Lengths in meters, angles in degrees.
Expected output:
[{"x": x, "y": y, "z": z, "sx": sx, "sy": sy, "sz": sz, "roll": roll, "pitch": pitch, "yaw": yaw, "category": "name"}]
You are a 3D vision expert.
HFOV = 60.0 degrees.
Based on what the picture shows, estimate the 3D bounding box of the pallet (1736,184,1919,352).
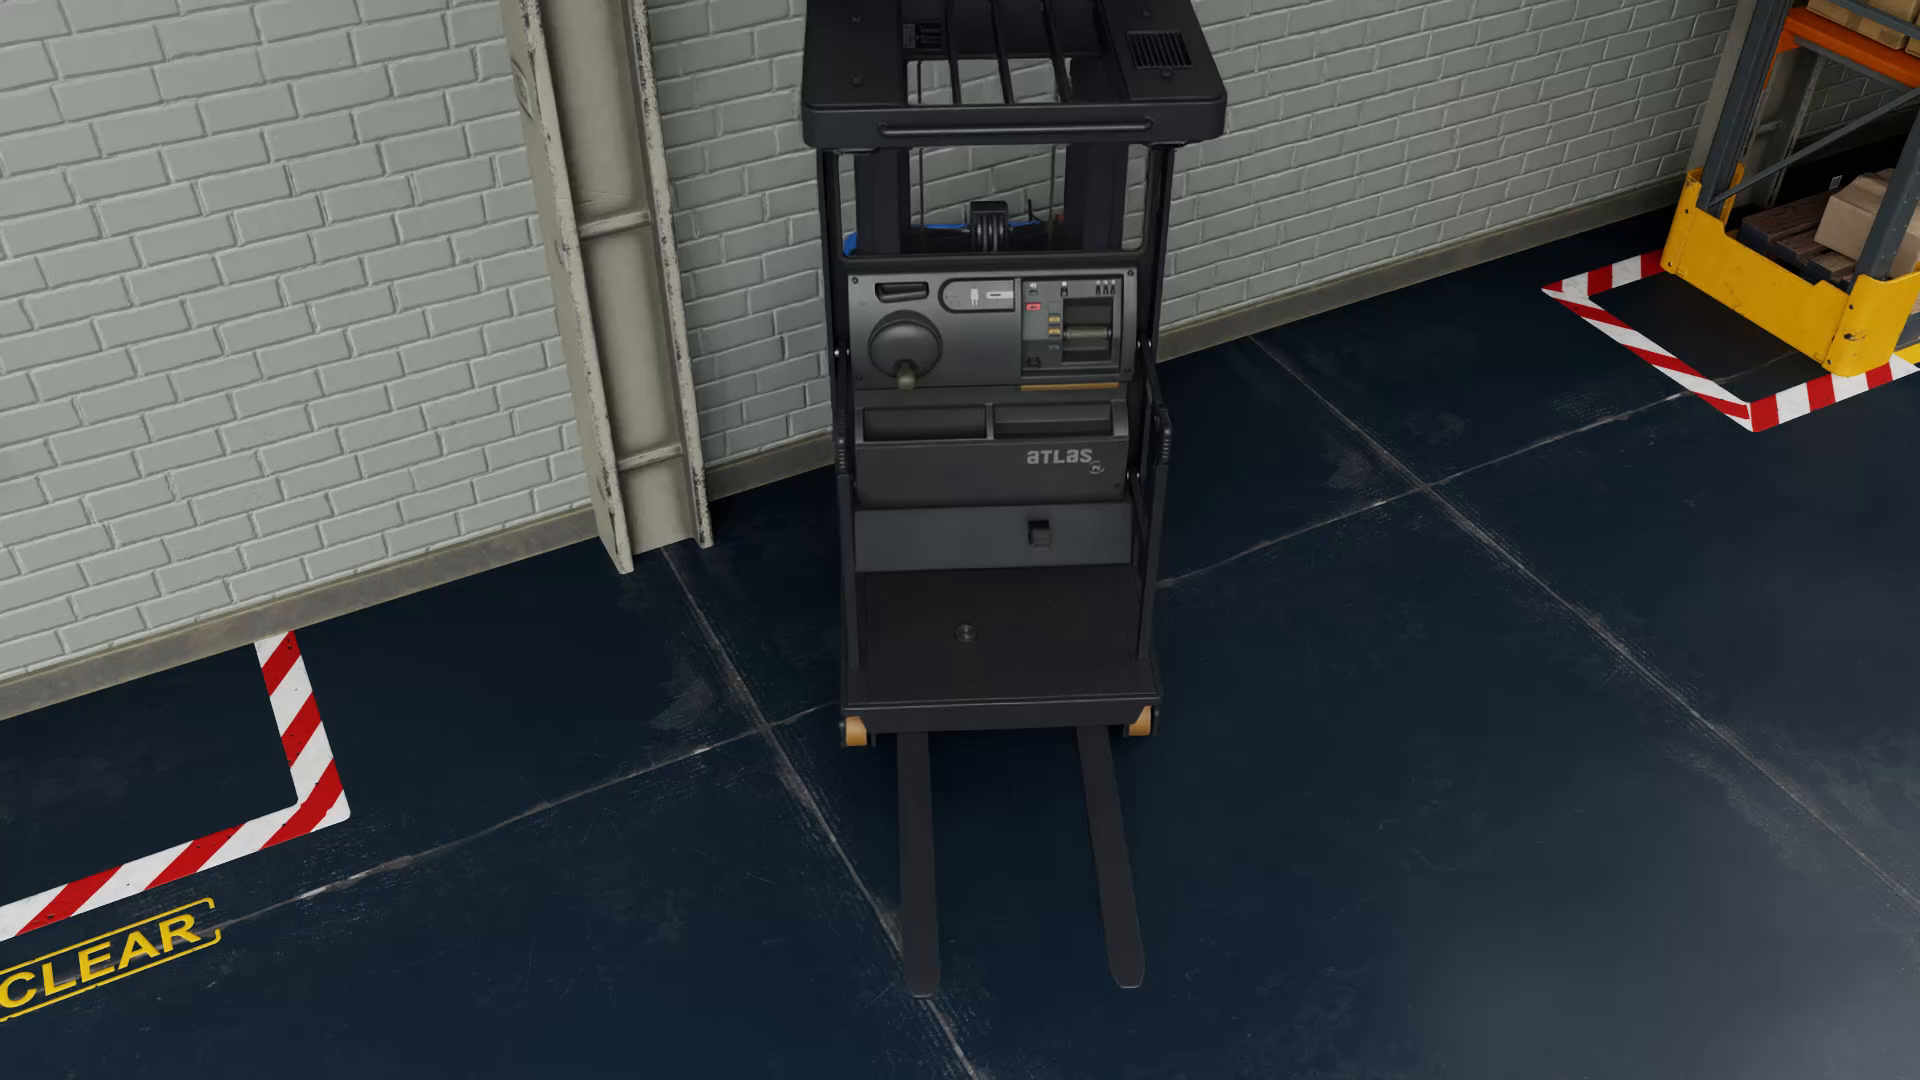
[{"x": 4.666, "y": -1.421, "z": 8.266, "sx": 1.213, "sy": 0.211, "sz": 1.003, "roll": -19, "pitch": 44, "yaw": -21, "category": "pallet"}]

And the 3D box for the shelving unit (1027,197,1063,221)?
[{"x": 0.484, "y": -1.003, "z": 7.101, "sx": 0.252, "sy": 1.050, "sz": 0.215, "roll": -27, "pitch": 44, "yaw": -22, "category": "shelving unit"}]

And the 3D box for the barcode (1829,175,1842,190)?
[{"x": 4.348, "y": -1.775, "z": 8.259, "sx": 0.075, "sy": 0.075, "sz": 0.001, "roll": -19, "pitch": 44, "yaw": -21, "category": "barcode"}]

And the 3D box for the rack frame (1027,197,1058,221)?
[{"x": 0.383, "y": -0.952, "z": 7.055, "sx": 0.008, "sy": 1.050, "sz": 0.200, "roll": -27, "pitch": 44, "yaw": -22, "category": "rack frame"}]

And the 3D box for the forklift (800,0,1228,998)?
[{"x": 0.120, "y": -0.608, "z": 5.199, "sx": 1.130, "sy": 2.935, "sz": 3.031, "roll": -2, "pitch": 40, "yaw": -2, "category": "forklift"}]

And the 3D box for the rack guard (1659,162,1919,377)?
[{"x": 3.929, "y": -1.309, "z": 7.910, "sx": 0.348, "sy": 0.500, "sz": 1.175, "roll": -19, "pitch": 44, "yaw": -21, "category": "rack guard"}]

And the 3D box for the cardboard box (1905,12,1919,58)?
[{"x": 4.441, "y": -2.155, "z": 7.075, "sx": 0.500, "sy": 0.250, "sz": 0.500, "roll": -20, "pitch": 44, "yaw": -22, "category": "cardboard box"}]

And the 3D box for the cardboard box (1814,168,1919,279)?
[{"x": 4.517, "y": -1.537, "z": 7.985, "sx": 0.500, "sy": 0.311, "sz": 0.500, "roll": -24, "pitch": 46, "yaw": -25, "category": "cardboard box"}]

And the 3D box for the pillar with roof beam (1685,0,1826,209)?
[{"x": 6.072, "y": -2.768, "z": 3.055, "sx": 0.400, "sy": 9.000, "sz": 9.100, "roll": -19, "pitch": 44, "yaw": -21, "category": "pillar with roof beam"}]

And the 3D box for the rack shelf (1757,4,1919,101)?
[{"x": 5.636, "y": -2.563, "z": 8.013, "sx": 4.000, "sy": 0.370, "sz": 1.077, "roll": -19, "pitch": 44, "yaw": -21, "category": "rack shelf"}]

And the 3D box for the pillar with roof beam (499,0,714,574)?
[{"x": 0.750, "y": -0.978, "z": 0.940, "sx": 0.400, "sy": 9.000, "sz": 9.100, "roll": -19, "pitch": 44, "yaw": -21, "category": "pillar with roof beam"}]

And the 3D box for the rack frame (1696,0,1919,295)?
[{"x": 3.862, "y": -2.241, "z": 7.076, "sx": 0.127, "sy": 3.000, "sz": 1.000, "roll": -19, "pitch": 44, "yaw": -21, "category": "rack frame"}]

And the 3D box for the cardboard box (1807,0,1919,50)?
[{"x": 4.187, "y": -2.442, "z": 7.414, "sx": 0.500, "sy": 0.250, "sz": 0.500, "roll": -18, "pitch": 43, "yaw": -20, "category": "cardboard box"}]

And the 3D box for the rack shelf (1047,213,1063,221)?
[{"x": 0.457, "y": -1.211, "z": 6.925, "sx": 0.240, "sy": 0.259, "sz": 0.215, "roll": -27, "pitch": 44, "yaw": -22, "category": "rack shelf"}]
